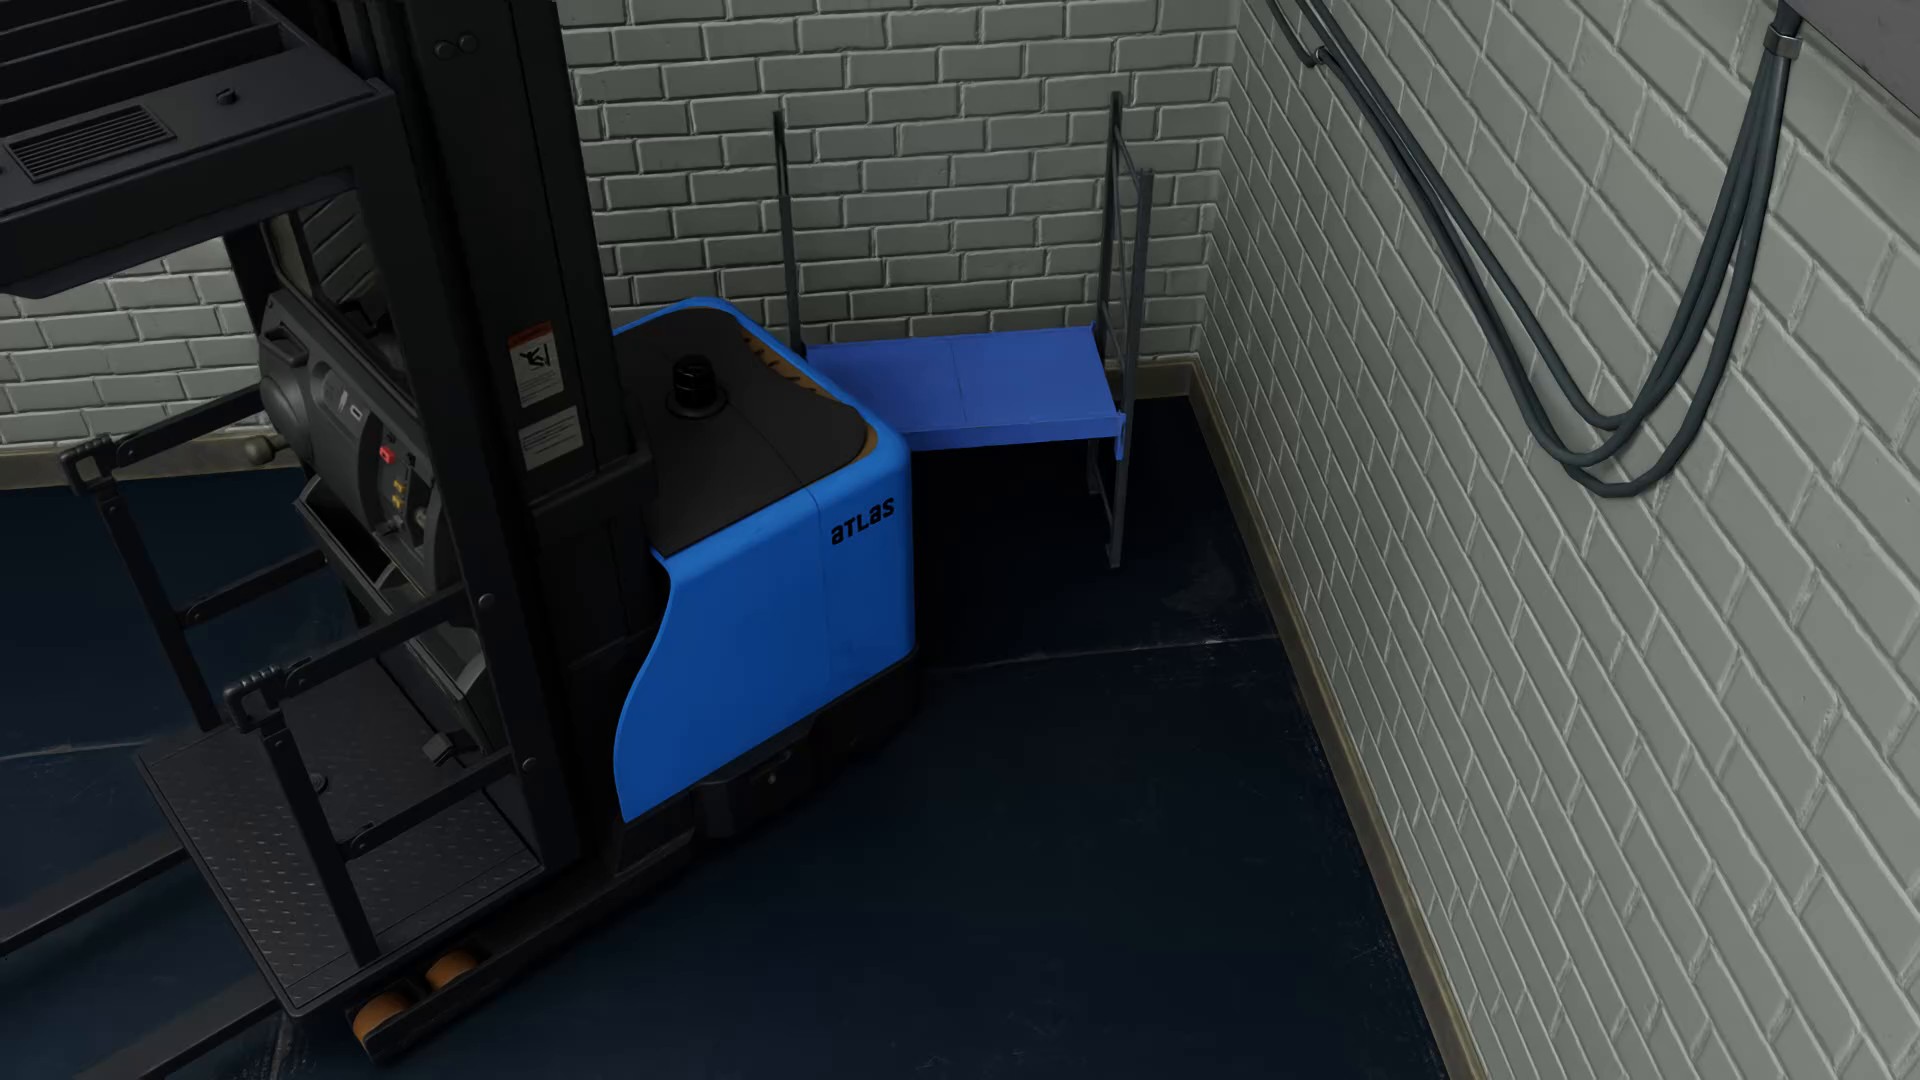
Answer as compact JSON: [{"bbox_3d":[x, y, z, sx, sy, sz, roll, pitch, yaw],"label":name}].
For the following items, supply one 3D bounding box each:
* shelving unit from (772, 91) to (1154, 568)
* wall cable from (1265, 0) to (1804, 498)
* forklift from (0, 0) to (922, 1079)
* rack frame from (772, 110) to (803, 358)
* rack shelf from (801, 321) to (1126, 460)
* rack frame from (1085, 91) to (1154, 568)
[{"bbox_3d":[-0.006,-0.590,5.284,1.048,1.500,0.538,-5,42,-5],"label":"shelving unit"},{"bbox_3d":[1.030,-1.852,3.403,0.112,2.526,3.097,-5,42,-6],"label":"wall cable"},{"bbox_3d":[-1.569,-0.165,3.745,3.031,2.935,1.130,-29,50,-29],"label":"forklift"},{"bbox_3d":[-0.511,-0.549,5.239,0.032,1.500,0.500,-5,42,-5],"label":"rack frame"},{"bbox_3d":[-0.006,-0.456,5.404,1.000,0.185,0.538,-5,42,-5],"label":"rack shelf"},{"bbox_3d":[0.499,-0.630,5.329,0.032,1.500,0.500,-5,42,-5],"label":"rack frame"}]
